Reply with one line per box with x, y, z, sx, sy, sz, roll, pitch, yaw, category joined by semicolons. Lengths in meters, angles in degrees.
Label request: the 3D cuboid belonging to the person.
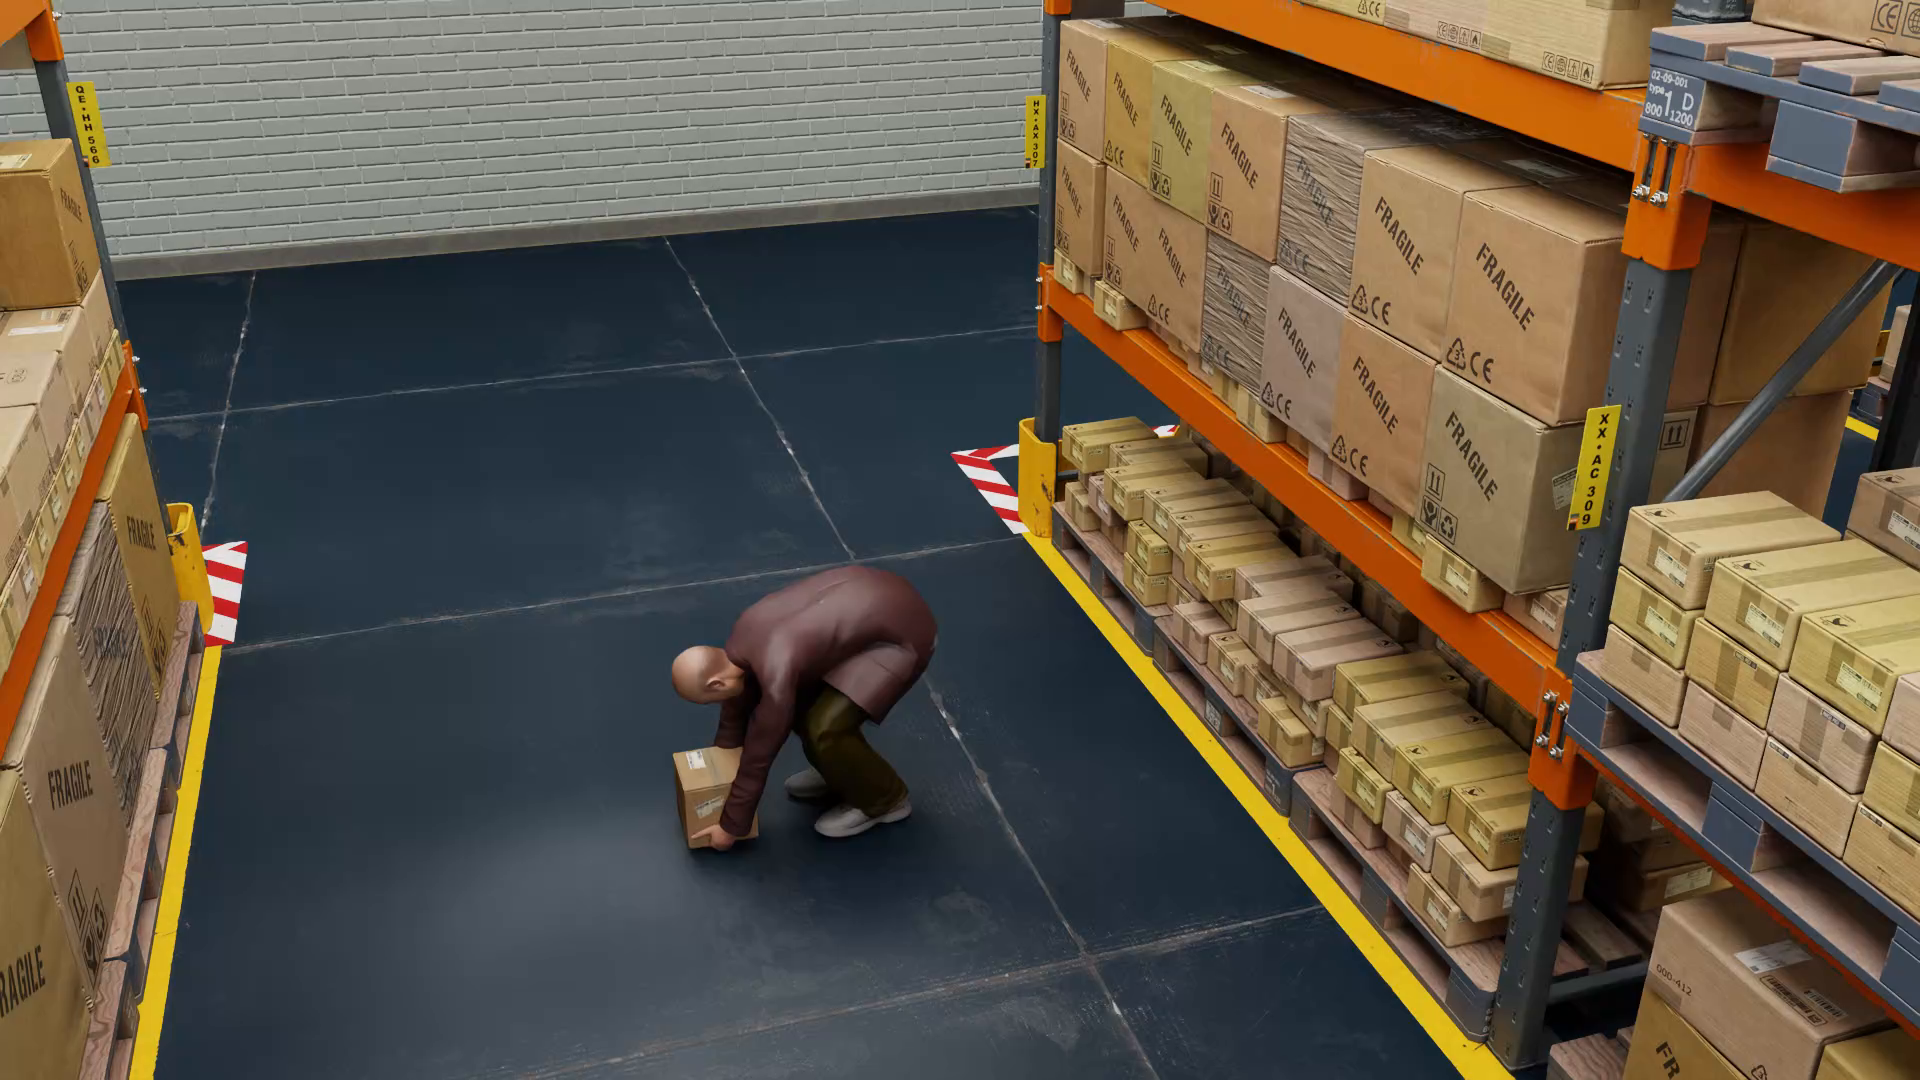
-0.538;0.580;5.902;0.947;0.943;0.591;-9;27;-18;person
